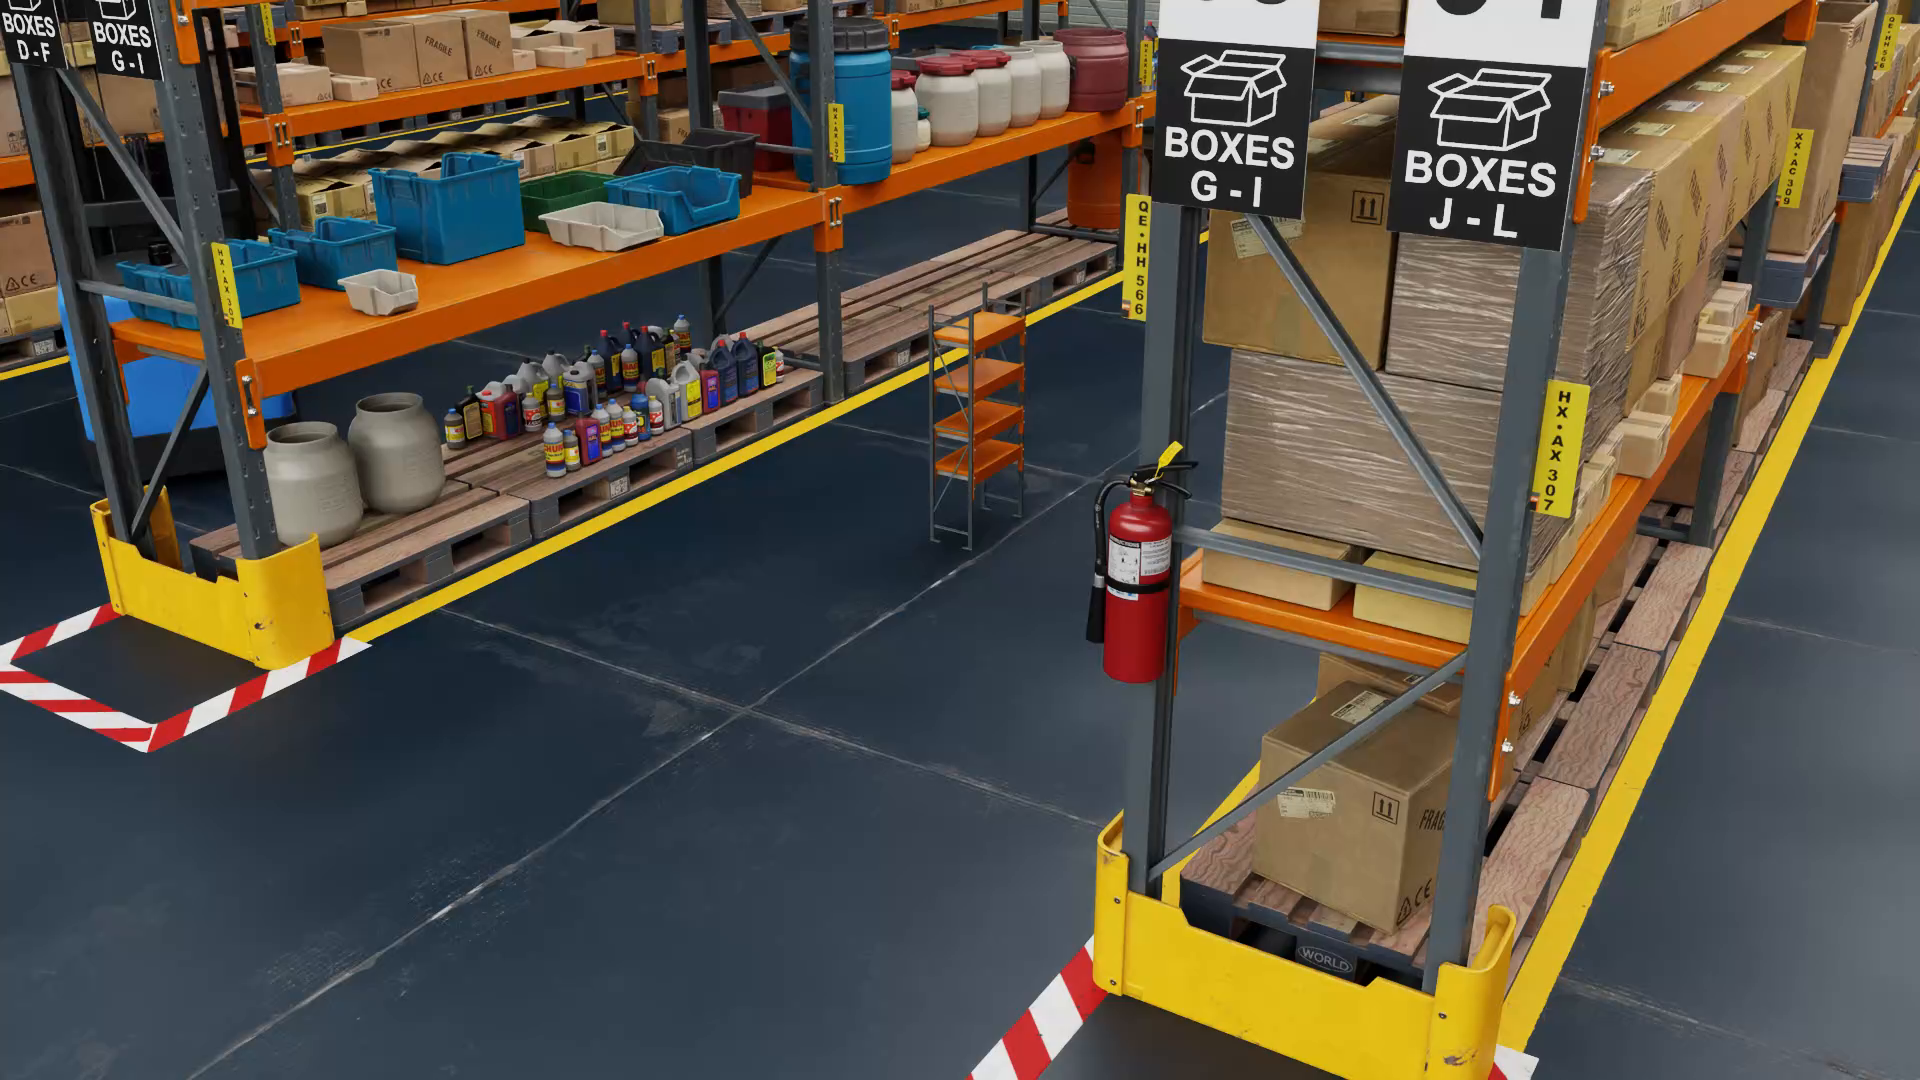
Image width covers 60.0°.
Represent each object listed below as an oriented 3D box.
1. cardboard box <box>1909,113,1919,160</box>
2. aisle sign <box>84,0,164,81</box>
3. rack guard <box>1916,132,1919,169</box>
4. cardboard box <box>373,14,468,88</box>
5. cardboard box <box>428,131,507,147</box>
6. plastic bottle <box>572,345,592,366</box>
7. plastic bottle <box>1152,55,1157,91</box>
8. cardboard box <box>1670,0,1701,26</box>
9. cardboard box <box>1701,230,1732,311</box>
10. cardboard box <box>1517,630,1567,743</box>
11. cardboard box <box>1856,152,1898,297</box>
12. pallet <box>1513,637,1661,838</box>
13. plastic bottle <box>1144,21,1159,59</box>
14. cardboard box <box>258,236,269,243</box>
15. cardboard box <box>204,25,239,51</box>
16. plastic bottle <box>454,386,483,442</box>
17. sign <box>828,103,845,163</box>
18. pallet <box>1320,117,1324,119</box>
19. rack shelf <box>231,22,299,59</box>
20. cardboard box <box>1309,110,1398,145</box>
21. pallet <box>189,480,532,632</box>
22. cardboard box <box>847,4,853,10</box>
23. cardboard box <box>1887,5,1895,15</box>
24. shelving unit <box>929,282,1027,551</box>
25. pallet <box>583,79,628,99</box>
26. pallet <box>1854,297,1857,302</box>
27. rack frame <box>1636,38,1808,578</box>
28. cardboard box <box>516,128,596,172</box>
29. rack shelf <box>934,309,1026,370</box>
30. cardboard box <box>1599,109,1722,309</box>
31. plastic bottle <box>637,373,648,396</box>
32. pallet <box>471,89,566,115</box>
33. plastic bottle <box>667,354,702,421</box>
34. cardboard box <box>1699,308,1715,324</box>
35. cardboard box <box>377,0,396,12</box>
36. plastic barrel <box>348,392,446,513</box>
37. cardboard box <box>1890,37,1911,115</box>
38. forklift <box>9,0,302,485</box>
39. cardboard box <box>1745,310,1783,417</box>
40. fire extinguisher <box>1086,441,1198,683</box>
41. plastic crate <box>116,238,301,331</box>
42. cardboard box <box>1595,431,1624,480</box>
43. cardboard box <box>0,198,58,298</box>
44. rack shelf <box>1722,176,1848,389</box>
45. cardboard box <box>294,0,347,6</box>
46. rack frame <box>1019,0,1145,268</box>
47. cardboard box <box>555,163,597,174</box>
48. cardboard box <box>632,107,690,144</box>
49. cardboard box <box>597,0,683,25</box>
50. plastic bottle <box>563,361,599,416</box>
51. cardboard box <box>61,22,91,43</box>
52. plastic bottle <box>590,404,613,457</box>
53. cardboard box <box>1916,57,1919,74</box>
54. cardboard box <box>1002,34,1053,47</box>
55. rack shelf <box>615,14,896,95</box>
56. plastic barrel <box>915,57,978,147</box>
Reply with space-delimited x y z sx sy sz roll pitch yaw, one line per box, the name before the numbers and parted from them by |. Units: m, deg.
cardboard box | 9.101 -4.312 16.582 0.875 0.875 0.875 14 27 29
aisle sign | -3.066 -2.073 5.990 0.394 0.787 0.004 14 27 29
rack guard | 9.384 -4.189 17.296 1.175 0.500 0.348 14 27 29
cardboard box | -4.412 -4.003 13.596 0.500 0.500 0.500 14 27 29
cardboard box | -4.330 -3.427 14.617 0.500 0.311 0.500 13 27 28
plastic bottle | -2.167 -0.975 9.591 0.061 0.283 0.133 15 28 31
plastic bottle | 1.530 -3.718 13.225 0.097 0.271 0.097 0 23 0
cardboard box | 1.672 -1.519 4.396 0.500 0.250 0.500 13 27 28
cardboard box | 2.751 -1.321 7.025 0.875 0.500 0.500 14 27 29
cardboard box | 1.907 0.404 6.160 0.500 0.500 0.500 17 29 34
cardboard box | 6.009 -2.373 12.102 1.225 0.875 0.875 14 27 29
pallet | 2.074 0.650 6.483 1.003 0.211 1.213 14 27 29
plastic bottle | 1.684 -4.407 14.716 0.144 0.351 0.185 14 27 29
cardboard box | -5.432 -2.083 12.219 0.500 0.250 0.500 14 27 29
cardboard box | -5.335 -3.562 11.759 0.380 0.149 0.250 14 27 29
plastic bottle | -2.634 -0.676 8.900 0.061 0.283 0.133 15 27 30
sign | -0.705 -2.323 9.493 0.100 0.325 0.005 14 27 29
pallet | 4.051 -4.405 18.161 1.003 0.211 1.213 14 27 29
rack shelf | -8.529 -4.736 16.321 1.077 0.370 4.000 14 27 29
cardboard box | 1.270 -0.976 4.970 0.500 0.500 0.500 14 27 29
pallet | -2.844 0.006 7.971 1.003 0.211 1.213 14 27 29
cardboard box | -1.107 -6.323 18.955 0.500 0.500 0.500 14 27 30
cardboard box | 6.559 -4.037 12.412 0.797 0.503 0.637 14 27 30
shelving unit | 0.087 -0.606 8.141 0.258 1.200 0.503 14 27 29
pallet | -4.896 -6.052 21.965 1.003 0.211 1.213 14 27 29
pallet | 6.275 -2.008 12.623 1.003 0.211 1.213 14 27 29
rack frame | 3.041 -1.277 7.425 1.000 3.000 0.127 14 27 29
cardboard box | -3.599 -3.488 14.757 0.500 0.311 0.500 13 27 28
rack shelf | 0.087 -0.967 7.985 0.258 0.148 0.480 14 27 29
cardboard box | 1.985 -1.033 5.103 0.500 0.500 0.500 14 27 29
plastic bottle | -1.713 -0.787 9.158 0.061 0.283 0.133 14 27 29
pallet | -5.707 -5.536 20.772 1.003 0.211 1.213 14 27 29
plastic bottle | -1.533 -0.850 9.219 0.144 0.351 0.185 14 27 29
cardboard box | 2.854 -0.874 6.809 0.380 0.149 0.250 14 27 29
cardboard box | -6.593 -6.053 18.748 0.380 0.149 0.250 15 27 30
plastic barrel | -2.730 -0.424 8.056 0.421 0.512 0.421 0 23 0
cardboard box | 6.710 -3.465 12.352 0.500 0.500 0.500 14 27 28
forklift | -4.731 -2.181 9.600 1.130 2.935 3.031 -11 26 -24
cardboard box | 4.240 -1.069 9.537 0.700 0.500 0.500 16 28 33
fire extinguisher | 0.479 0.050 4.456 0.296 0.674 0.183 14 27 29
plastic crate | -3.267 -1.129 7.269 0.499 0.251 0.616 14 27 29
cardboard box | 1.938 -0.282 5.441 0.380 0.149 0.250 14 27 29
cardboard box | -6.218 -1.920 10.897 0.500 0.500 0.500 14 27 29
rack shelf | 4.096 -1.622 9.127 1.077 0.370 4.000 14 27 29
cardboard box | -7.000 -6.043 17.909 0.500 0.500 0.500 15 27 30
rack frame | 0.943 -3.665 12.941 1.000 3.000 0.127 14 27 29
cardboard box | -3.602 -3.232 14.873 0.500 0.250 0.500 14 27 28
cardboard box | -2.780 -3.853 15.968 0.500 0.500 0.500 15 28 31
cardboard box | -3.027 -5.179 15.784 0.700 0.500 0.500 5 24 11
plastic bottle | -2.130 -0.852 9.317 0.152 0.276 0.135 14 27 29
cardboard box | -6.132 -3.505 10.812 0.700 0.500 0.500 14 27 29
plastic bottle | -1.875 -0.577 8.689 0.097 0.271 0.097 0 23 0
cardboard box | 7.976 -4.070 14.192 0.380 0.149 0.250 15 28 31
cardboard box | 0.879 -6.224 21.445 0.500 0.500 0.500 14 27 29
rack shelf | -2.208 -5.050 17.044 1.077 0.370 4.000 14 27 29
plastic barrel | -0.089 -2.902 11.007 0.433 0.535 0.433 0 23 0
